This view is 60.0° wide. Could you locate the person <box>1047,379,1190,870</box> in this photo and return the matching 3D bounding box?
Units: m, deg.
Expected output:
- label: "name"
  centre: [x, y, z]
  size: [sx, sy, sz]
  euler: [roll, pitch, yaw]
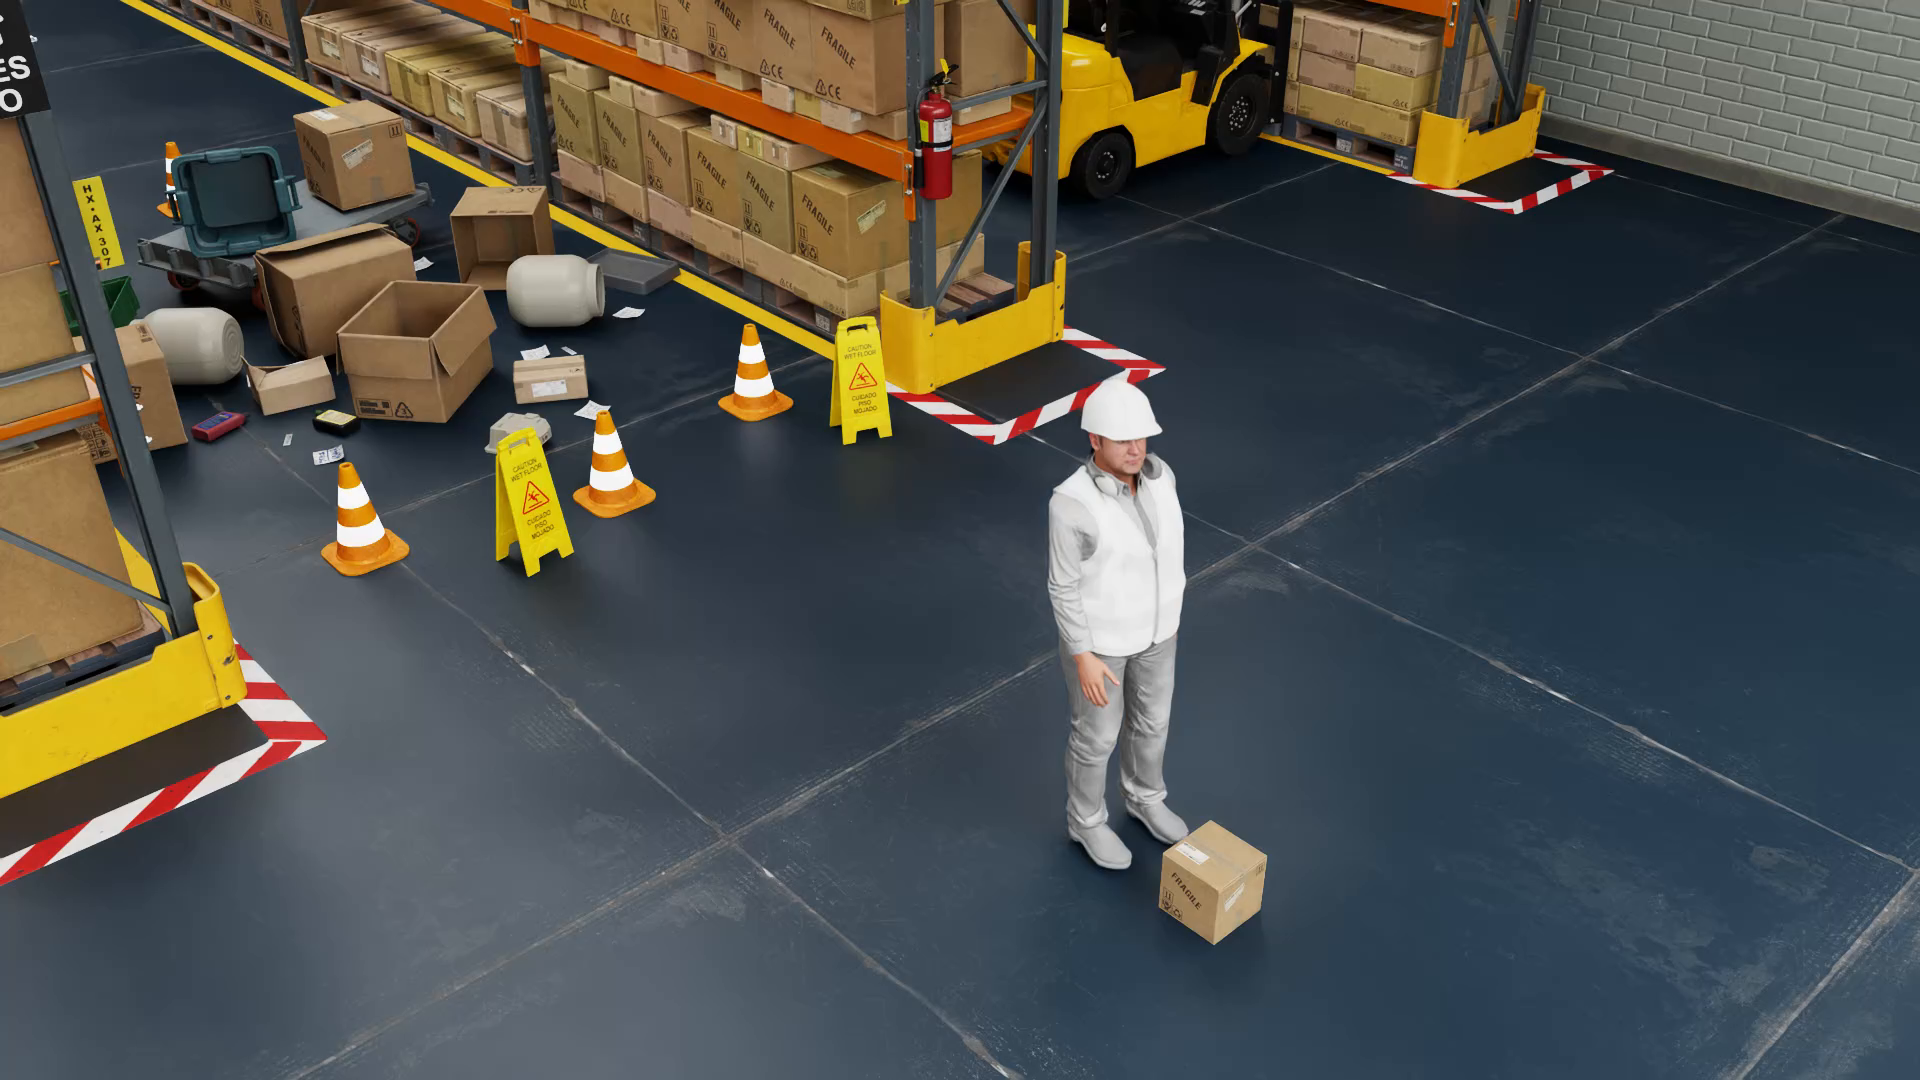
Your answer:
- label: "person"
  centre: [0.549, 0.312, 5.560]
  size: [0.553, 1.788, 0.427]
  euler: [-22, 38, -31]
